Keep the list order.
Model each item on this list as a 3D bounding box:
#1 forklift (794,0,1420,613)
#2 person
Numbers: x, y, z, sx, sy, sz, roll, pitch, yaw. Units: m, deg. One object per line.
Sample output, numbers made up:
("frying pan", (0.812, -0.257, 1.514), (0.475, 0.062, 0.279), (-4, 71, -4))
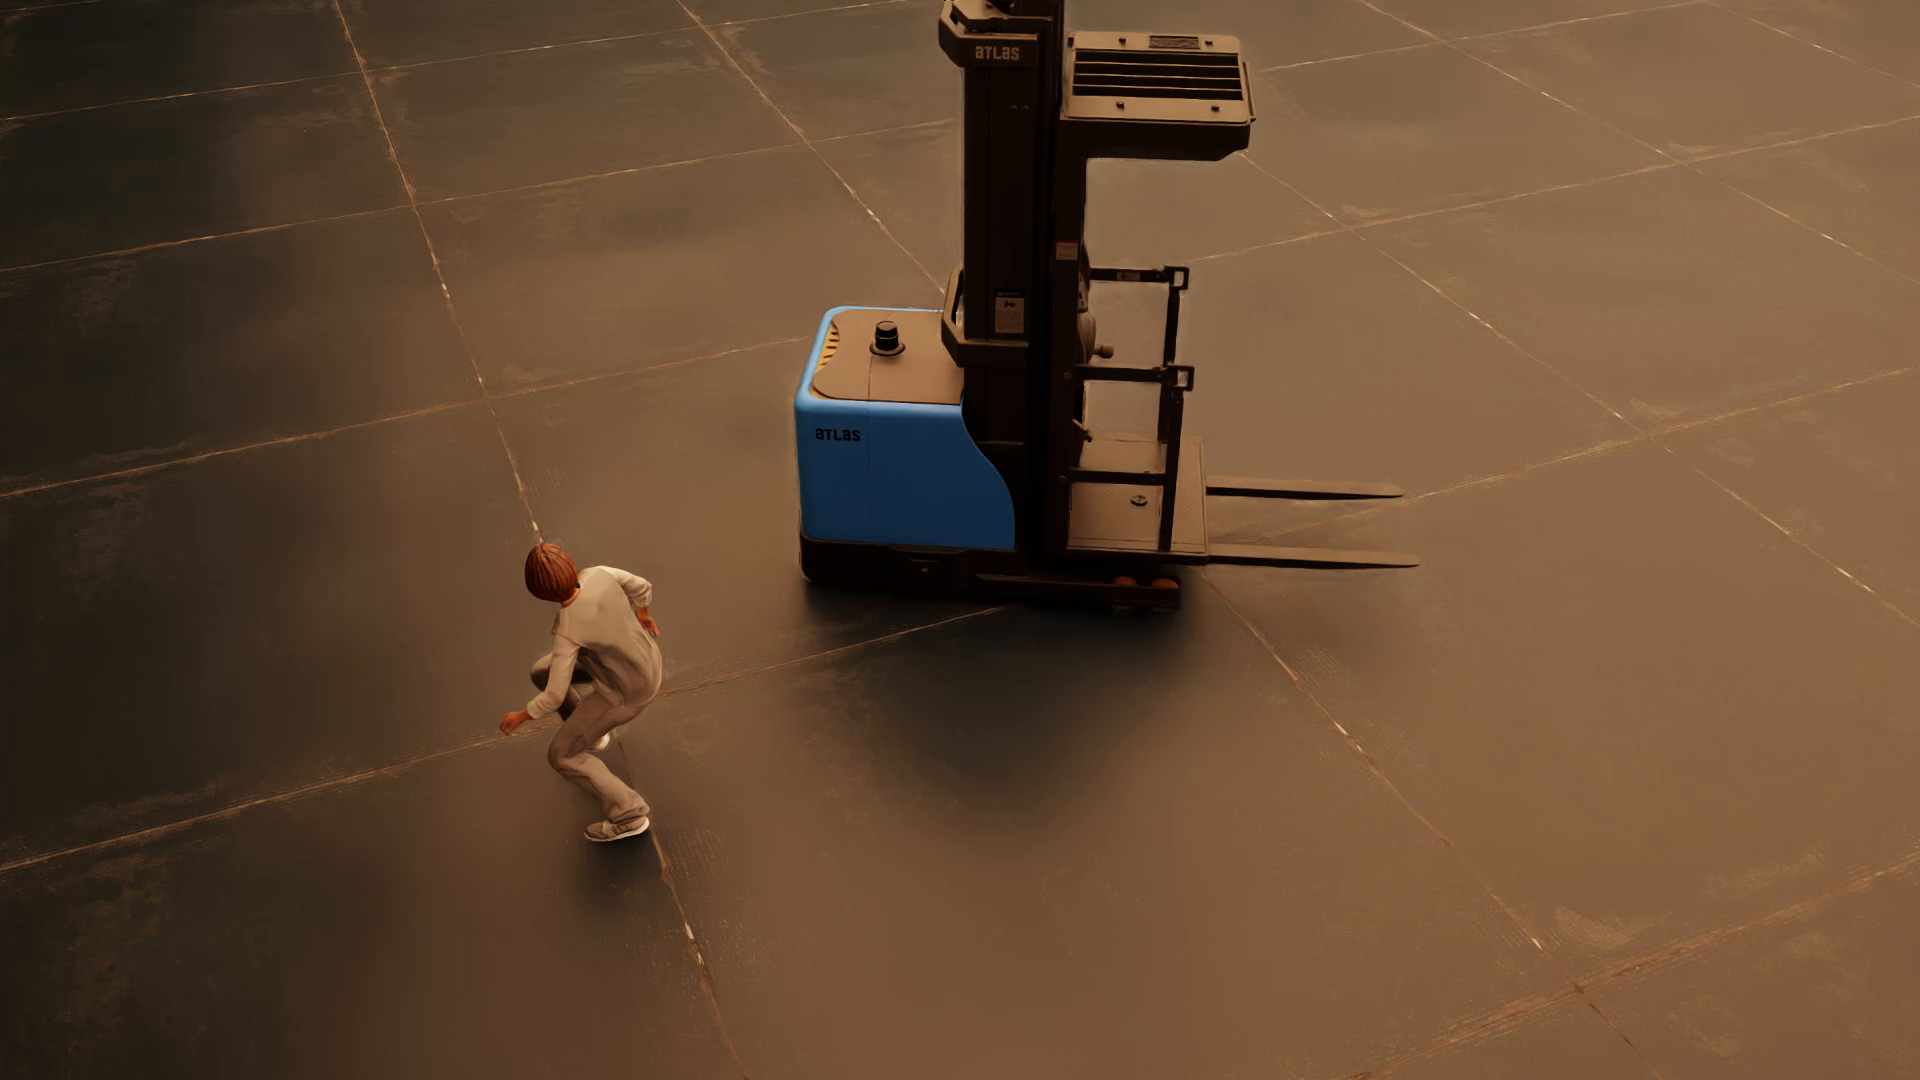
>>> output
("forklift", (0.758, -1.163, 7.734), (3.031, 2.935, 1.130), (3, 36, 4))
("person", (-1.523, 0.536, 6.723), (0.620, 1.381, 0.661), (1, 35, 1))
